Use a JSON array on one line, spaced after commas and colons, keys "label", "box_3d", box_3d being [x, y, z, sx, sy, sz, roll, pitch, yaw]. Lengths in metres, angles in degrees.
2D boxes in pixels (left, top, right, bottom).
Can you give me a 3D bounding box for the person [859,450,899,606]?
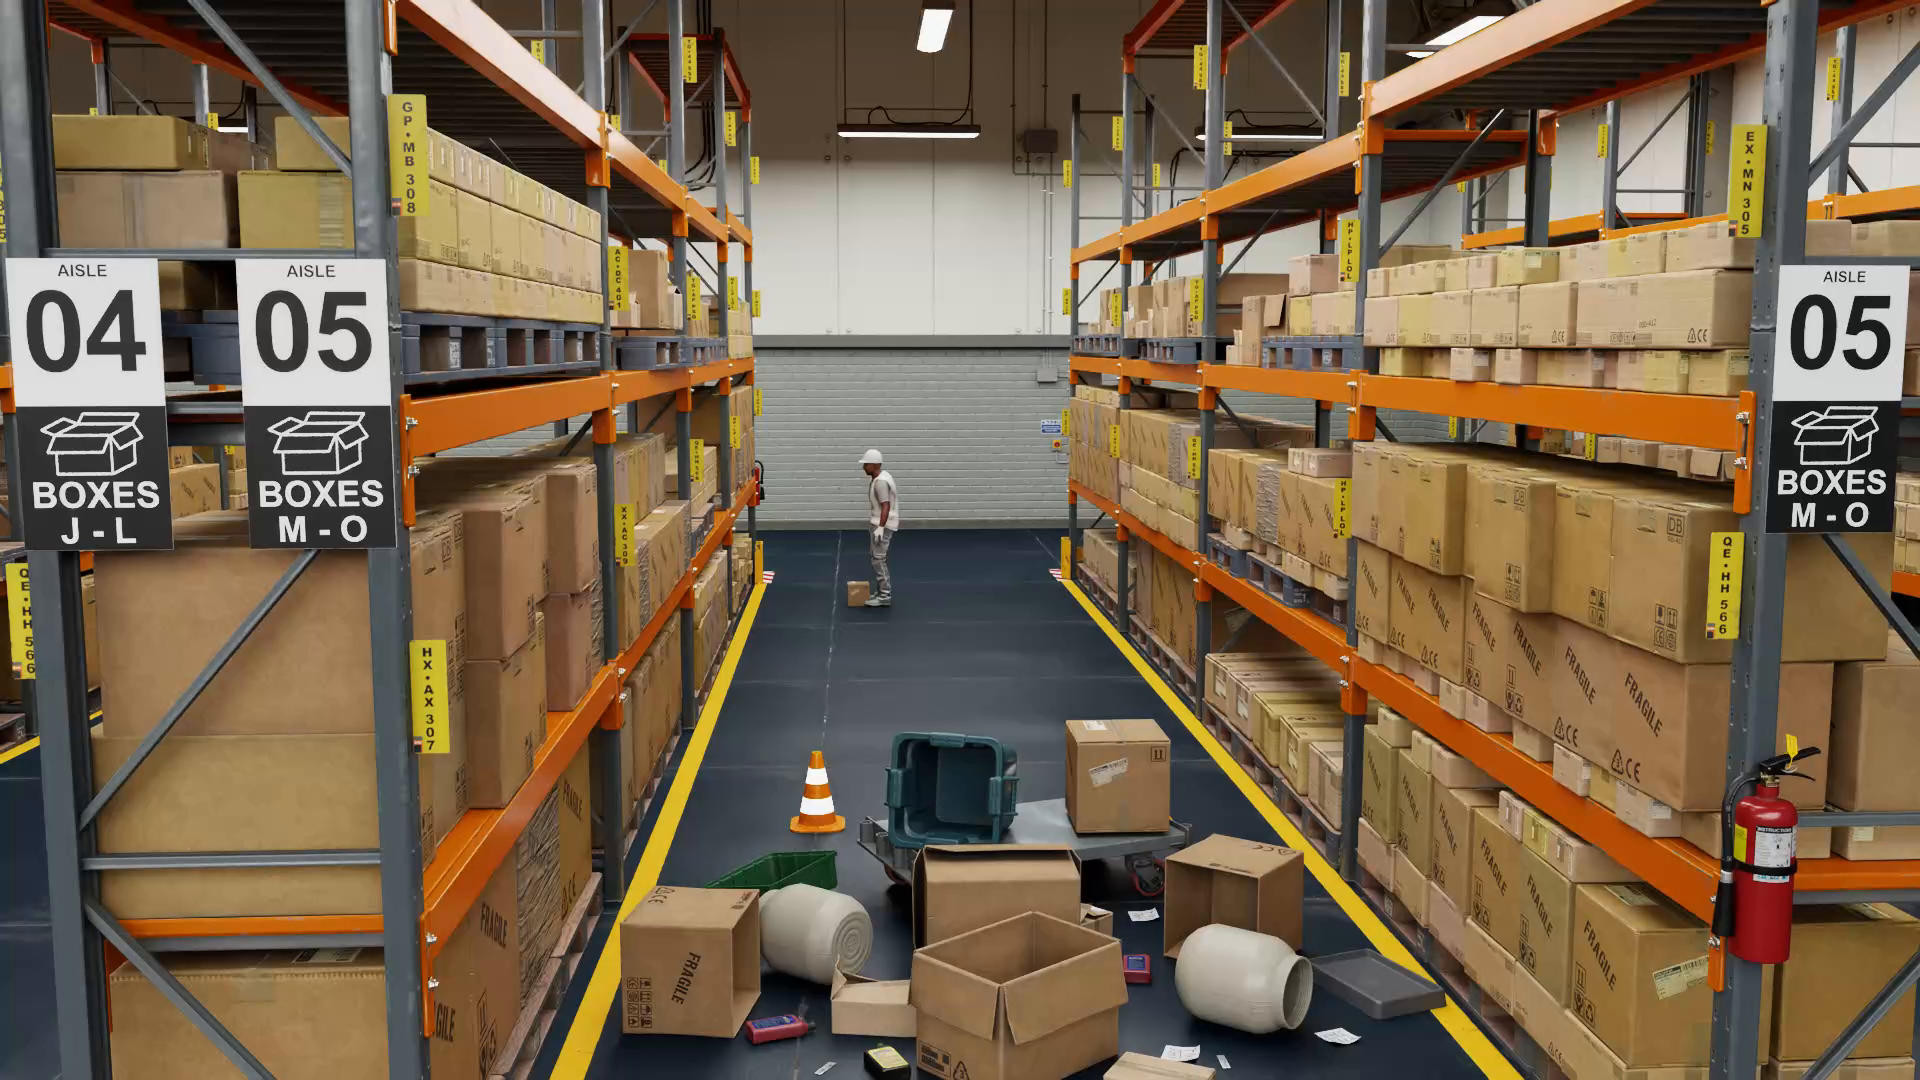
[{"label": "person", "box_3d": [-0.924, -0.142, 18.901, 0.450, 1.771, 0.623, -1, 7, -7]}]
